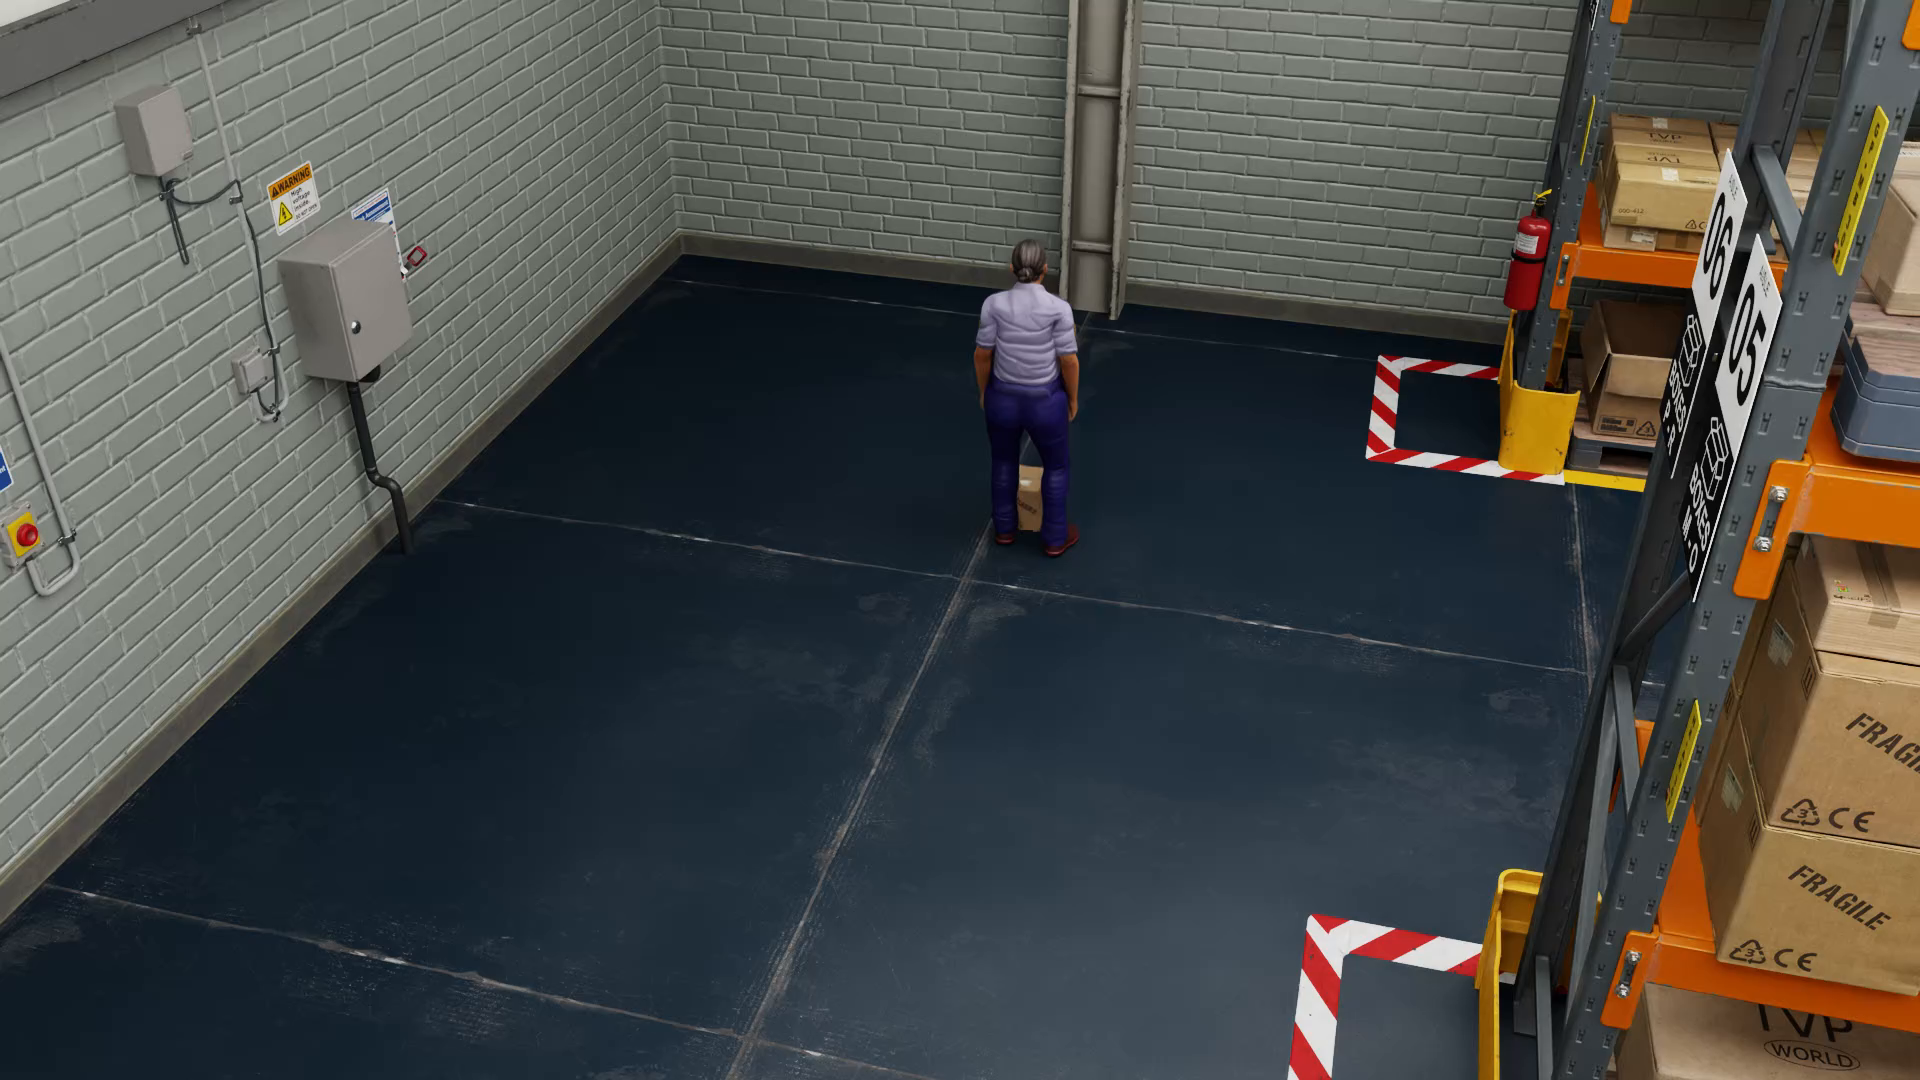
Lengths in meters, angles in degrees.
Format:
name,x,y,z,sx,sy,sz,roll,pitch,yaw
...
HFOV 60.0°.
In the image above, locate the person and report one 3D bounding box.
name,x,y,z,sx,sy,sz,roll,pitch,yaw
person,0.344,-0.692,8.211,0.538,1.652,0.422,7,34,11
